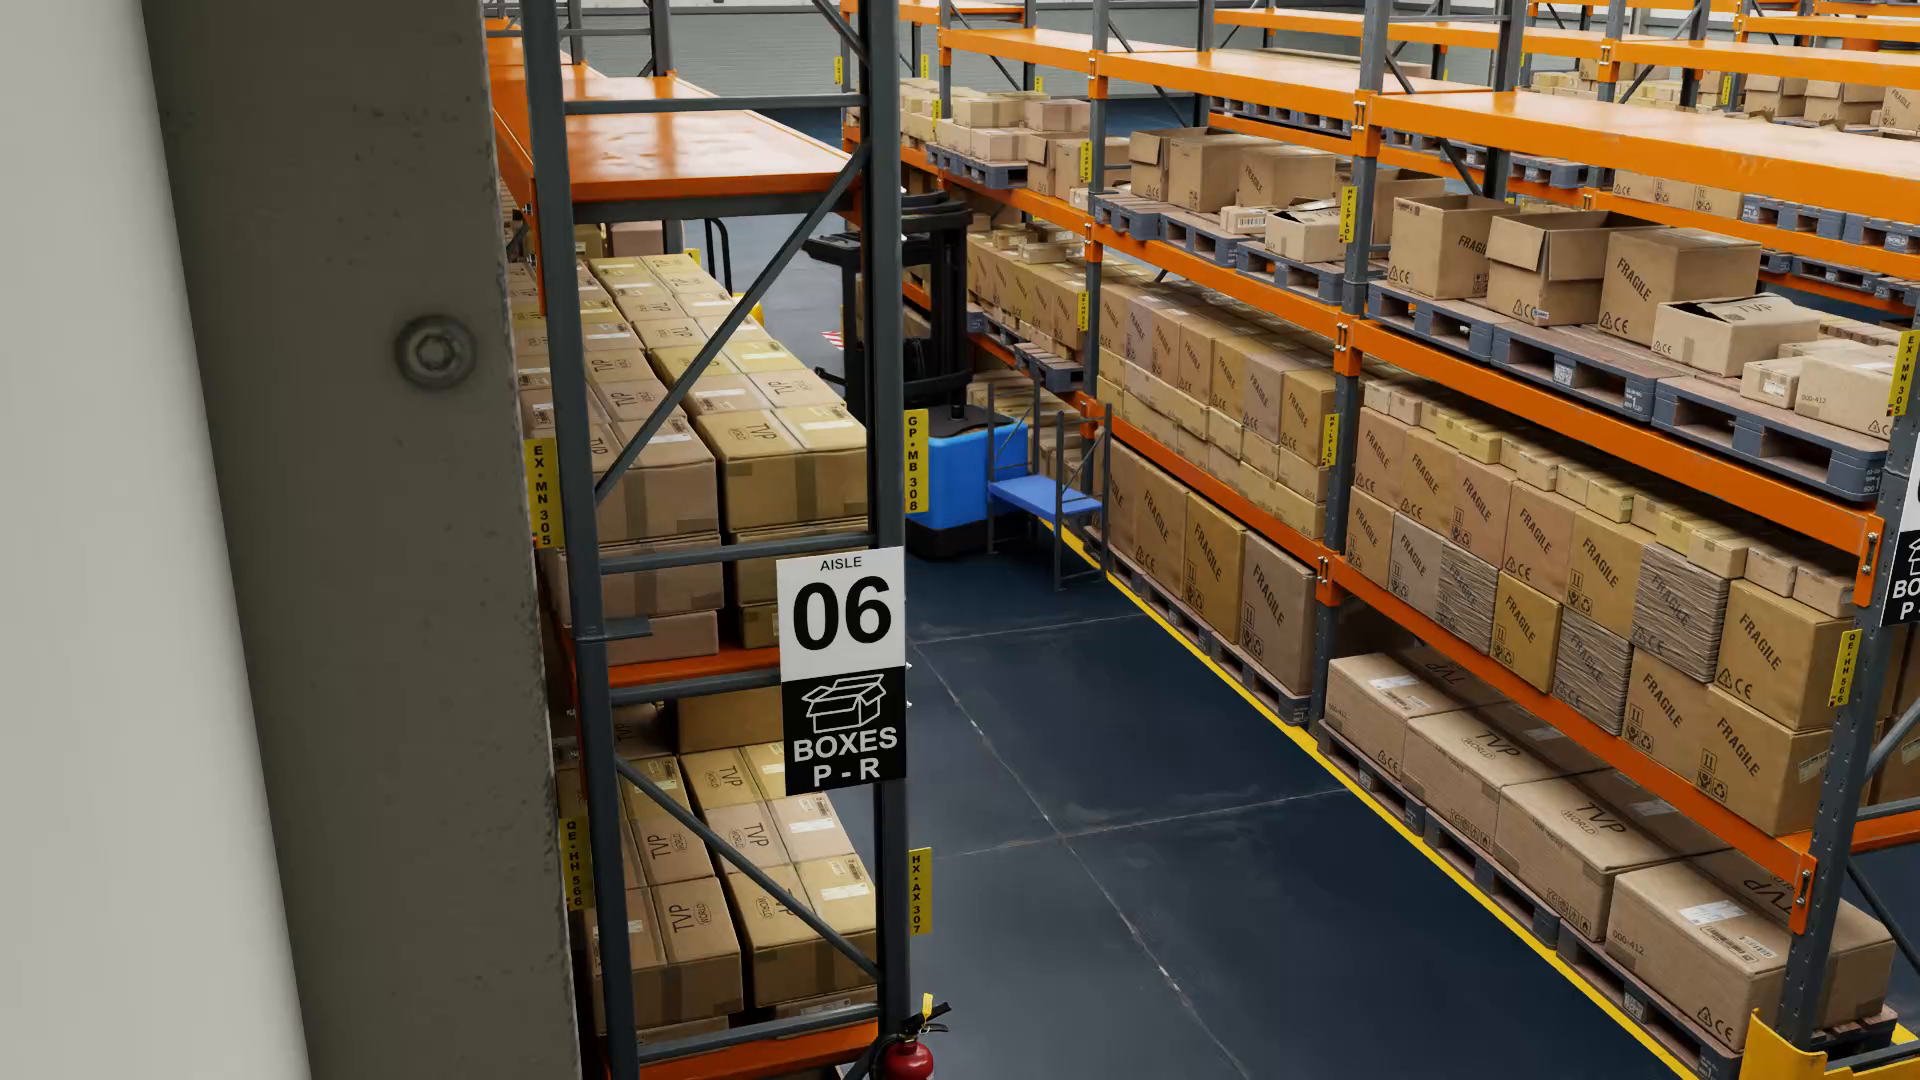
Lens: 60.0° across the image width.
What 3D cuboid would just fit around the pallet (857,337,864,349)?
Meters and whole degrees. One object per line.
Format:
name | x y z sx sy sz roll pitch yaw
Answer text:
pallet | -0.731 -2.418 20.977 1.003 0.211 1.213 -6 21 -17

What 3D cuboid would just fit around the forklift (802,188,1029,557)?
forklift | -0.695 -1.670 14.872 1.130 2.935 3.031 -14 24 -35

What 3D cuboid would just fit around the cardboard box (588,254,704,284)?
cardboard box | -1.529 -1.220 8.121 0.500 0.250 0.500 -6 21 -17

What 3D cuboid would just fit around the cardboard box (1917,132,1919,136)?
cardboard box | 10.394 -4.130 17.403 0.500 0.250 0.500 -6 21 -17

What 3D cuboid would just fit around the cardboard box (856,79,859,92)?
cardboard box | -1.059 -5.552 20.332 0.380 0.149 0.250 -7 21 -18

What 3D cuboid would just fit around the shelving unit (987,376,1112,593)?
shelving unit | 0.714 -0.476 13.663 0.538 1.500 1.048 -12 23 -29

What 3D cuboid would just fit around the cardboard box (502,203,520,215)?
cardboard box | -2.865 -2.045 10.566 0.380 0.149 0.250 -7 21 -18

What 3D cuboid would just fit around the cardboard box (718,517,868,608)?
cardboard box | -0.539 -0.009 5.488 0.500 0.250 0.500 -7 21 -18

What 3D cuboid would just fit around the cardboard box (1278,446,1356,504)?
cardboard box | 2.425 -0.449 10.851 0.500 0.250 0.500 -6 21 -17

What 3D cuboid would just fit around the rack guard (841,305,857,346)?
rack guard | -0.953 -2.819 21.664 1.175 0.500 0.348 -6 21 -17

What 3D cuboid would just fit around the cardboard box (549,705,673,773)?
cardboard box | -1.532 0.962 7.223 0.500 0.250 0.500 -6 21 -17

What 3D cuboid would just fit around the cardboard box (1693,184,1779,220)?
cardboard box | 6.458 -2.938 13.714 0.500 0.500 0.500 -6 21 -17

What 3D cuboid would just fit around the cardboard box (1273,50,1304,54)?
cardboard box | 4.276 -6.257 21.524 0.380 0.149 0.250 -6 21 -16

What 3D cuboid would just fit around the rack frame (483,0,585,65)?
rack frame | -3.174 -3.747 11.676 1.000 3.000 0.127 -6 21 -17

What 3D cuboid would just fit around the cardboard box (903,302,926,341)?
cardboard box | -0.484 -2.480 19.362 0.500 0.500 0.500 -5 20 -14

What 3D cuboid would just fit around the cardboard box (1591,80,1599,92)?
cardboard box | 8.674 -6.067 22.205 0.380 0.149 0.250 -7 21 -20

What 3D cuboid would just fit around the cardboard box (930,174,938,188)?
cardboard box | 0.076 -3.888 18.876 0.700 0.500 0.500 -7 21 -18

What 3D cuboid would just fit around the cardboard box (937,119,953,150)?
cardboard box | 0.083 -4.044 16.543 0.500 0.250 0.500 -7 21 -19

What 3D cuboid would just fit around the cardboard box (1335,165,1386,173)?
cardboard box | 4.581 -4.159 19.879 0.875 0.550 0.550 -6 21 -17

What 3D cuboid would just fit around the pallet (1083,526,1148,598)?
pallet | 1.714 0.121 13.907 1.003 0.211 1.213 -6 21 -17

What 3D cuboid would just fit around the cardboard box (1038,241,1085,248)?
cardboard box | 0.957 -2.671 16.347 0.500 0.500 0.500 -6 21 -15

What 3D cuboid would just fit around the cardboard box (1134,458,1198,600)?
cardboard box | 1.952 -0.133 13.011 0.875 0.875 0.875 -6 21 -17

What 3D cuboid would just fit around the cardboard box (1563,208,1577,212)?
cardboard box | 8.589 -4.514 23.059 0.380 0.149 0.250 -6 21 -17

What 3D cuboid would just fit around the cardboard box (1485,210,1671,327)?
cardboard box | 3.249 -1.444 8.781 0.797 0.503 0.637 -5 20 -13

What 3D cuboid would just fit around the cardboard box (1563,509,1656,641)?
cardboard box | 3.330 0.144 8.090 0.500 0.500 0.500 -6 21 -17

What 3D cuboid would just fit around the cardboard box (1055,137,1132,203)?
cardboard box | 1.249 -3.216 14.488 0.700 0.500 0.500 -6 21 -17

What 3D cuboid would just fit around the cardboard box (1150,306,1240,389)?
cardboard box | 1.773 -1.460 12.556 0.500 0.500 0.500 -6 21 -16

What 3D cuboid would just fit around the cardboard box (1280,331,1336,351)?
cardboard box | 2.588 -1.179 11.776 0.500 0.500 0.500 -7 21 -19

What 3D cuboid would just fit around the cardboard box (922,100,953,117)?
cardboard box | -0.181 -4.558 17.565 0.380 0.149 0.250 -7 21 -19

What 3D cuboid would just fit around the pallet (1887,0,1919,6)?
pallet | 13.717 -7.515 23.038 1.003 0.211 1.213 -6 21 -17

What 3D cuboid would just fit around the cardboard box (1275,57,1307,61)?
cardboard box | 4.052 -5.778 20.192 0.380 0.149 0.250 -6 21 -17

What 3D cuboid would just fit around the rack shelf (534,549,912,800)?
rack shelf | -1.288 -0.071 6.944 1.077 0.370 4.000 -6 21 -17

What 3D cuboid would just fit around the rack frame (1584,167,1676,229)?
rack frame | 6.205 -2.010 15.717 1.000 3.000 0.127 -6 21 -17

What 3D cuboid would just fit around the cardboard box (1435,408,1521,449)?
cardboard box | 2.884 -0.618 9.254 0.380 0.149 0.250 -7 21 -18

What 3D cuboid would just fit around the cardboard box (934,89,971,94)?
cardboard box | -0.076 -5.030 18.879 0.380 0.149 0.250 -6 21 -16

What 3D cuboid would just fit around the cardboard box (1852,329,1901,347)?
cardboard box | 7.446 -1.595 13.431 0.380 0.149 0.250 -7 21 -18

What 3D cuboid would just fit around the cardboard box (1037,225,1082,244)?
cardboard box | 0.977 -2.996 16.293 0.380 0.149 0.250 -7 21 -20

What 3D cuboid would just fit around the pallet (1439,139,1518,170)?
pallet | 5.598 -3.893 16.799 1.003 0.211 1.213 -5 20 -15

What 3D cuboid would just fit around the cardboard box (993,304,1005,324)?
cardboard box | 0.537 -2.183 15.947 0.380 0.149 0.250 -6 20 -15

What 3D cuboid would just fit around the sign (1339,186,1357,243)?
sign | 2.283 -1.911 9.772 0.100 0.325 0.005 -6 21 -17

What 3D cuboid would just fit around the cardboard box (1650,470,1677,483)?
cardboard box | 3.756 -0.353 8.516 0.380 0.149 0.250 -7 21 -19

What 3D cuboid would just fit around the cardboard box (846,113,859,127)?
cardboard box | -1.181 -5.172 20.453 0.380 0.149 0.250 -6 21 -17

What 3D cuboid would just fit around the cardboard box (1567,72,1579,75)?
cardboard box | 8.814 -6.545 23.536 0.380 0.149 0.250 -6 21 -17

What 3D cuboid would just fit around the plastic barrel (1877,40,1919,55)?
plastic barrel | 13.612 -6.944 24.115 0.600 0.588 0.600 0 20 0

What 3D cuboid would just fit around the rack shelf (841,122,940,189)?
rack shelf | -0.348 -4.451 19.137 1.077 0.370 4.000 -6 21 -17

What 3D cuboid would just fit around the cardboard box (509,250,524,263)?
cardboard box | -2.223 -1.482 8.970 0.380 0.149 0.250 -6 21 -17

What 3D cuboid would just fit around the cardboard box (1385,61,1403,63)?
cardboard box | 4.995 -5.523 19.483 0.380 0.149 0.250 -7 21 -18

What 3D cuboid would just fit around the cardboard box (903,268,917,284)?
cardboard box | -0.433 -3.014 18.882 0.380 0.149 0.250 -7 21 -18

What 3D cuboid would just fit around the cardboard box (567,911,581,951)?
cardboard box | -1.336 1.442 6.475 0.380 0.149 0.250 -6 21 -17

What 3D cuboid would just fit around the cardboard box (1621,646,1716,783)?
cardboard box | 3.506 0.779 7.803 0.500 0.500 0.500 -7 21 -18

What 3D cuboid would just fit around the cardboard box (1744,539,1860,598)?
cardboard box | 3.646 0.119 7.200 0.380 0.149 0.250 -6 21 -16

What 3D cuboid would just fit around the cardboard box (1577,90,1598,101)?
cardboard box | 8.657 -5.907 22.350 0.500 0.250 0.500 -6 21 -17

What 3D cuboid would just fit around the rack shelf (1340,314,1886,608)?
rack shelf | 3.423 -0.600 8.416 1.077 0.370 4.000 -6 21 -17

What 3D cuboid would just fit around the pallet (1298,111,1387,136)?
pallet | 4.700 -4.928 19.532 1.003 0.211 1.213 -6 21 -17

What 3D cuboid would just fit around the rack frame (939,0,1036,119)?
rack frame | 0.280 -5.559 16.722 1.000 3.000 0.127 -6 21 -17

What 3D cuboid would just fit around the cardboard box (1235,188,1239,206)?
cardboard box | 2.303 -2.593 12.480 0.396 0.266 0.258 -7 21 -19

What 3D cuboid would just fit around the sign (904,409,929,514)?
sign | -0.144 -0.237 5.049 0.100 0.325 0.005 -6 21 -17

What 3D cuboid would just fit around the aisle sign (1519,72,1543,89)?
aisle sign | 8.126 -6.284 23.768 0.394 0.787 0.004 -6 21 -17
